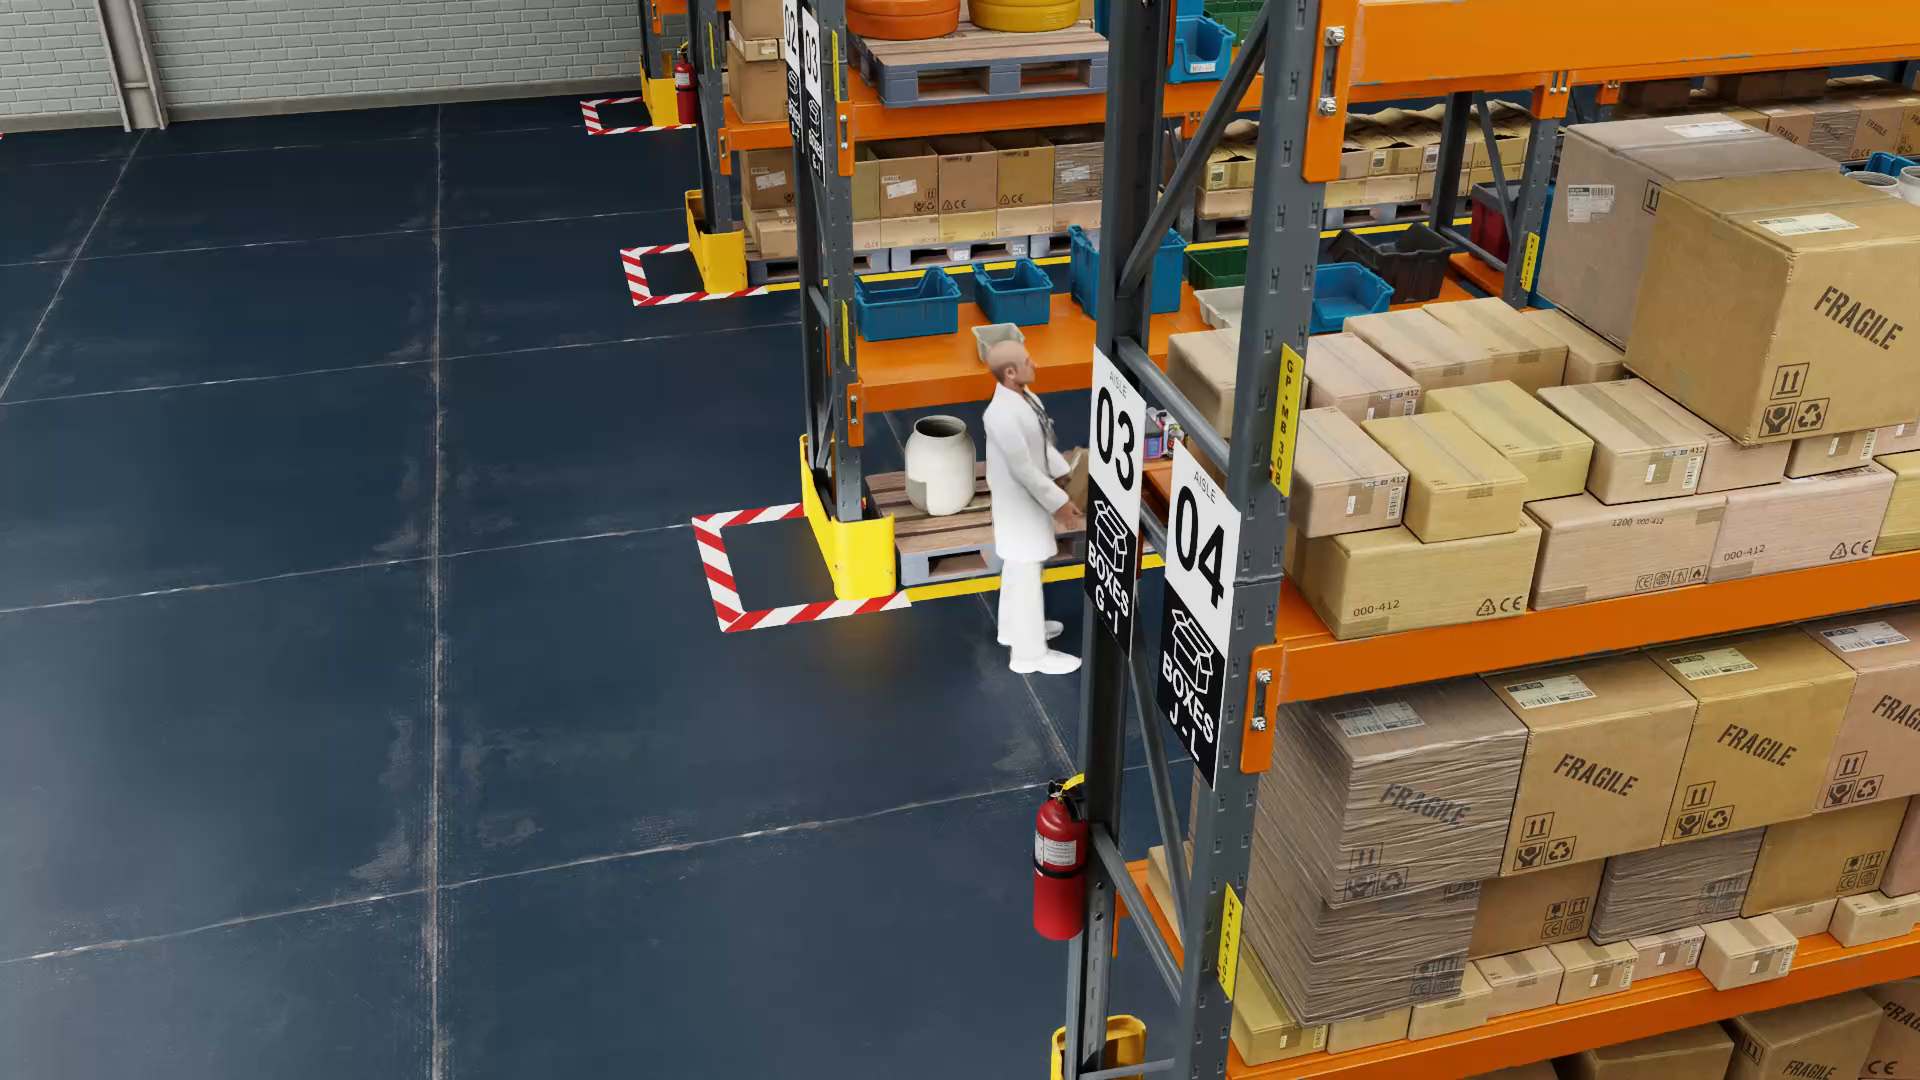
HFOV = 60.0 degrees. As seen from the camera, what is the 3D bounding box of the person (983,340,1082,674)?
[{"bbox_3d":[0.401,-0.184,8.569,0.523,1.780,0.563,4,30,6],"label":"person"}]
